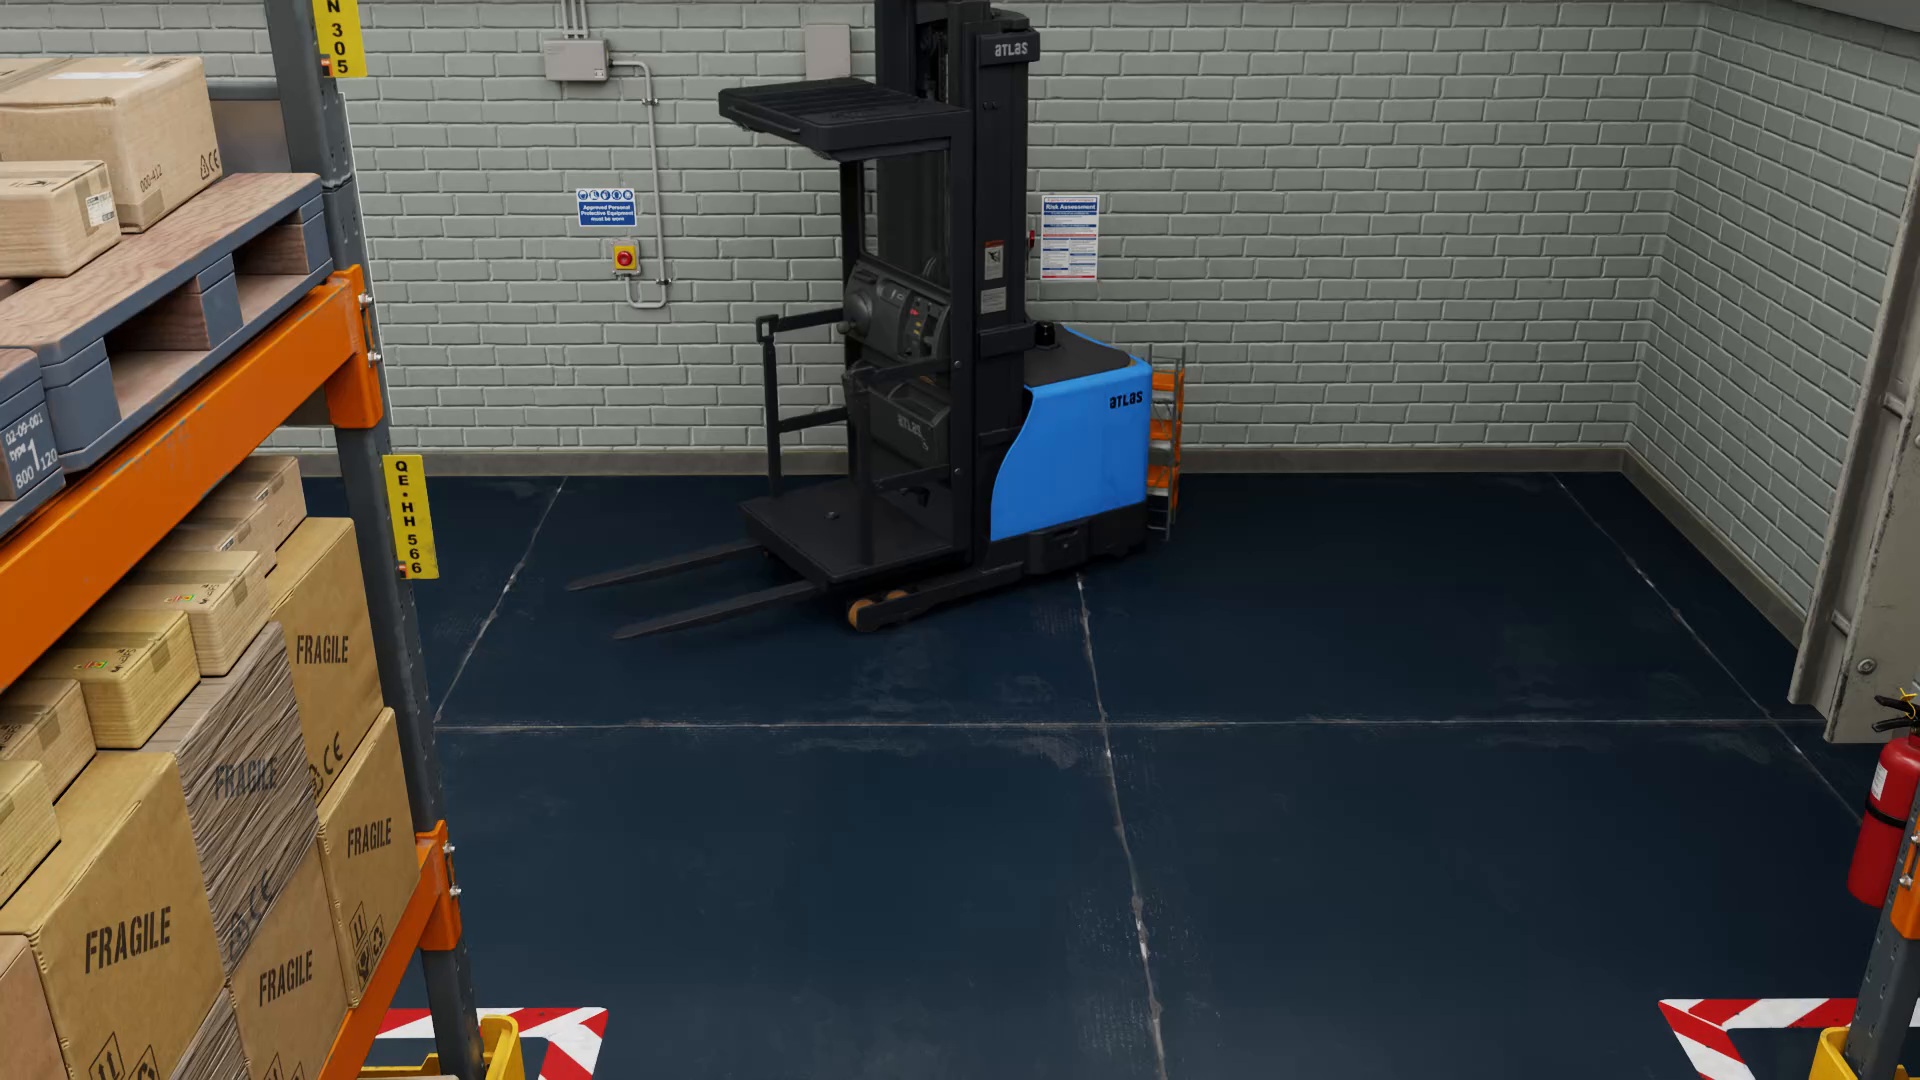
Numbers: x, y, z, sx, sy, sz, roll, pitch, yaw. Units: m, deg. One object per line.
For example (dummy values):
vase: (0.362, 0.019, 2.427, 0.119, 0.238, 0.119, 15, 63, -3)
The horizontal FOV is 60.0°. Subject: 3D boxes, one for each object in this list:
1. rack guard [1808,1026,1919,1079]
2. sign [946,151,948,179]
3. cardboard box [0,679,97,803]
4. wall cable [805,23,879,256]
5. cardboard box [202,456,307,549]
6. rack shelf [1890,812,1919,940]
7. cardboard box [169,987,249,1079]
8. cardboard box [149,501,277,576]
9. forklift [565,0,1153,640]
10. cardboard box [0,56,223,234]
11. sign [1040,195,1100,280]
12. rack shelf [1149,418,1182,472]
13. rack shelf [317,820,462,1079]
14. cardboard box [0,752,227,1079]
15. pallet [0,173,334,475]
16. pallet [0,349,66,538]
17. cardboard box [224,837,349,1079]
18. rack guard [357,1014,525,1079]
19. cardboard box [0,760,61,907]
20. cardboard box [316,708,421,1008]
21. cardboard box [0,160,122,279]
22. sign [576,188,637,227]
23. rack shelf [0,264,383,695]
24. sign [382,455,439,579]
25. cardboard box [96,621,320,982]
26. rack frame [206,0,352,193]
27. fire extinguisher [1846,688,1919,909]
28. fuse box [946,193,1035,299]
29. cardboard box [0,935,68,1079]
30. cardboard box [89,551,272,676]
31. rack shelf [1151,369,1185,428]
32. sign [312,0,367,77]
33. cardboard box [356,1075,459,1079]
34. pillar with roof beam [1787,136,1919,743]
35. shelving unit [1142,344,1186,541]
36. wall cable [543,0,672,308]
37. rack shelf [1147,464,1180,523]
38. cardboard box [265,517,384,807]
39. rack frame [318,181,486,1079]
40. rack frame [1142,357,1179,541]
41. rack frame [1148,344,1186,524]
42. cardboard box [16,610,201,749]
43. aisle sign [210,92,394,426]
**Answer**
rack guard: (3.086, 1.725, 4.829, 1.175, 0.500, 0.348, 0, 24, -1)
sign: (0.081, -2.155, 9.374, 0.339, 0.242, 0.001, 0, 24, -1)
cardboard box: (-1.667, 0.351, 2.711, 0.380, 0.149, 0.250, 0, 24, -1)
wall cable: (-0.545, -2.219, 9.283, 0.588, 1.984, 0.122, 0, 24, -1)
cardboard box: (-1.674, -0.071, 3.645, 0.380, 0.149, 0.250, 0, 24, 0)
rack shelf: (3.107, 1.707, 2.709, 1.077, 0.370, 4.000, 0, 24, -1)
cardboard box: (-1.603, 1.149, 2.947, 0.500, 0.500, 0.500, 0, 24, 1)
cardboard box: (-1.648, 0.033, 3.414, 0.380, 0.149, 0.250, 0, 24, 0)
forklift: (-0.495, -1.122, 8.175, 3.031, 2.935, 1.130, -15, 28, -29)
cardboard box: (-1.784, -0.772, 3.227, 0.500, 0.250, 0.500, -2, 24, -5)
sign: (0.630, -1.738, 9.569, 0.329, 0.494, 0.001, 0, 24, -1)
rack shelf: (1.096, -0.522, 9.155, 0.215, 0.259, 0.240, 6, 25, 14)
rack shelf: (-1.857, 1.731, 2.657, 1.077, 0.370, 4.000, 0, 24, -1)
cardboard box: (-1.598, 0.694, 2.741, 0.500, 0.500, 0.500, 0, 24, -1)
pallet: (-1.860, -0.442, 3.055, 1.003, 0.211, 1.213, 0, 24, -1)
pallet: (-1.844, 0.062, 1.941, 1.003, 0.211, 1.213, 0, 24, -1)
cardboard box: (-1.618, 0.938, 3.416, 0.500, 0.500, 0.500, -1, 24, -2)
rack guard: (-1.879, 1.708, 4.868, 1.175, 0.500, 0.348, 0, 24, -1)
cardboard box: (-1.606, 0.455, 2.483, 0.380, 0.149, 0.250, 0, 24, 1)
cardboard box: (-1.609, 0.731, 3.873, 0.500, 0.500, 0.500, 0, 24, 0)
cardboard box: (-1.699, -0.553, 2.867, 0.380, 0.149, 0.250, -2, 24, -5)
sign: (-2.012, -1.893, 9.467, 0.327, 0.218, 0.001, 0, 24, -1)
rack shelf: (-1.857, 0.364, 2.038, 1.077, 0.370, 4.000, 0, 24, -1)
sign: (-1.336, -0.054, 4.036, 0.100, 0.325, 0.005, 0, 24, -1)
cardboard box: (-1.600, 0.490, 3.191, 0.500, 0.500, 0.500, 0, 24, 0)
rack frame: (-1.879, -2.155, 3.094, 1.000, 3.000, 0.127, 0, 24, -1)
fire extinguisher: (2.621, 0.701, 4.606, 0.296, 0.674, 0.183, 0, 24, -1)
fuse box: (0.139, -1.107, 9.621, 0.539, 1.711, 0.414, 0, 24, -1)
cardboard box: (-1.594, 0.901, 2.282, 0.500, 0.500, 0.500, 0, 24, -1)
cardboard box: (-1.561, 0.139, 3.180, 0.380, 0.149, 0.250, 0, 24, -1)
rack shelf: (1.096, -0.780, 9.038, 0.215, 0.259, 0.240, 6, 25, 14)
sign: (-1.336, -1.152, 3.539, 0.100, 0.325, 0.005, 0, 24, -1)
cardboard box: (-1.771, 1.826, 4.172, 0.875, 0.438, 0.875, -1, 24, -2)
pillar with roof beam: (-0.348, -3.274, 5.570, 9.100, 9.000, 0.400, 0, 24, -1)
shelving unit: (1.096, -0.531, 9.151, 0.215, 1.050, 0.252, 6, 25, 14)
wall cable: (-1.964, -2.222, 9.252, 0.585, 1.953, 0.123, 0, 24, -1)
rack shelf: (1.096, -0.268, 9.269, 0.215, 0.259, 0.240, 6, 25, 14)
cardboard box: (-1.635, 0.275, 3.667, 0.500, 0.500, 0.500, 1, 24, 1)
rack frame: (-1.879, 0.579, 4.331, 1.000, 3.000, 0.127, 0, 24, -1)
rack frame: (1.064, -0.483, 9.043, 0.200, 1.050, 0.008, 6, 25, 14)
rack frame: (1.128, -0.580, 9.258, 0.200, 1.050, 0.008, 6, 25, 14)
cardboard box: (-1.599, 0.243, 2.950, 0.380, 0.149, 0.250, 0, 24, 1)
aisle sign: (-1.569, -0.637, 3.863, 0.394, 0.787, 0.004, 0, 24, -1)
